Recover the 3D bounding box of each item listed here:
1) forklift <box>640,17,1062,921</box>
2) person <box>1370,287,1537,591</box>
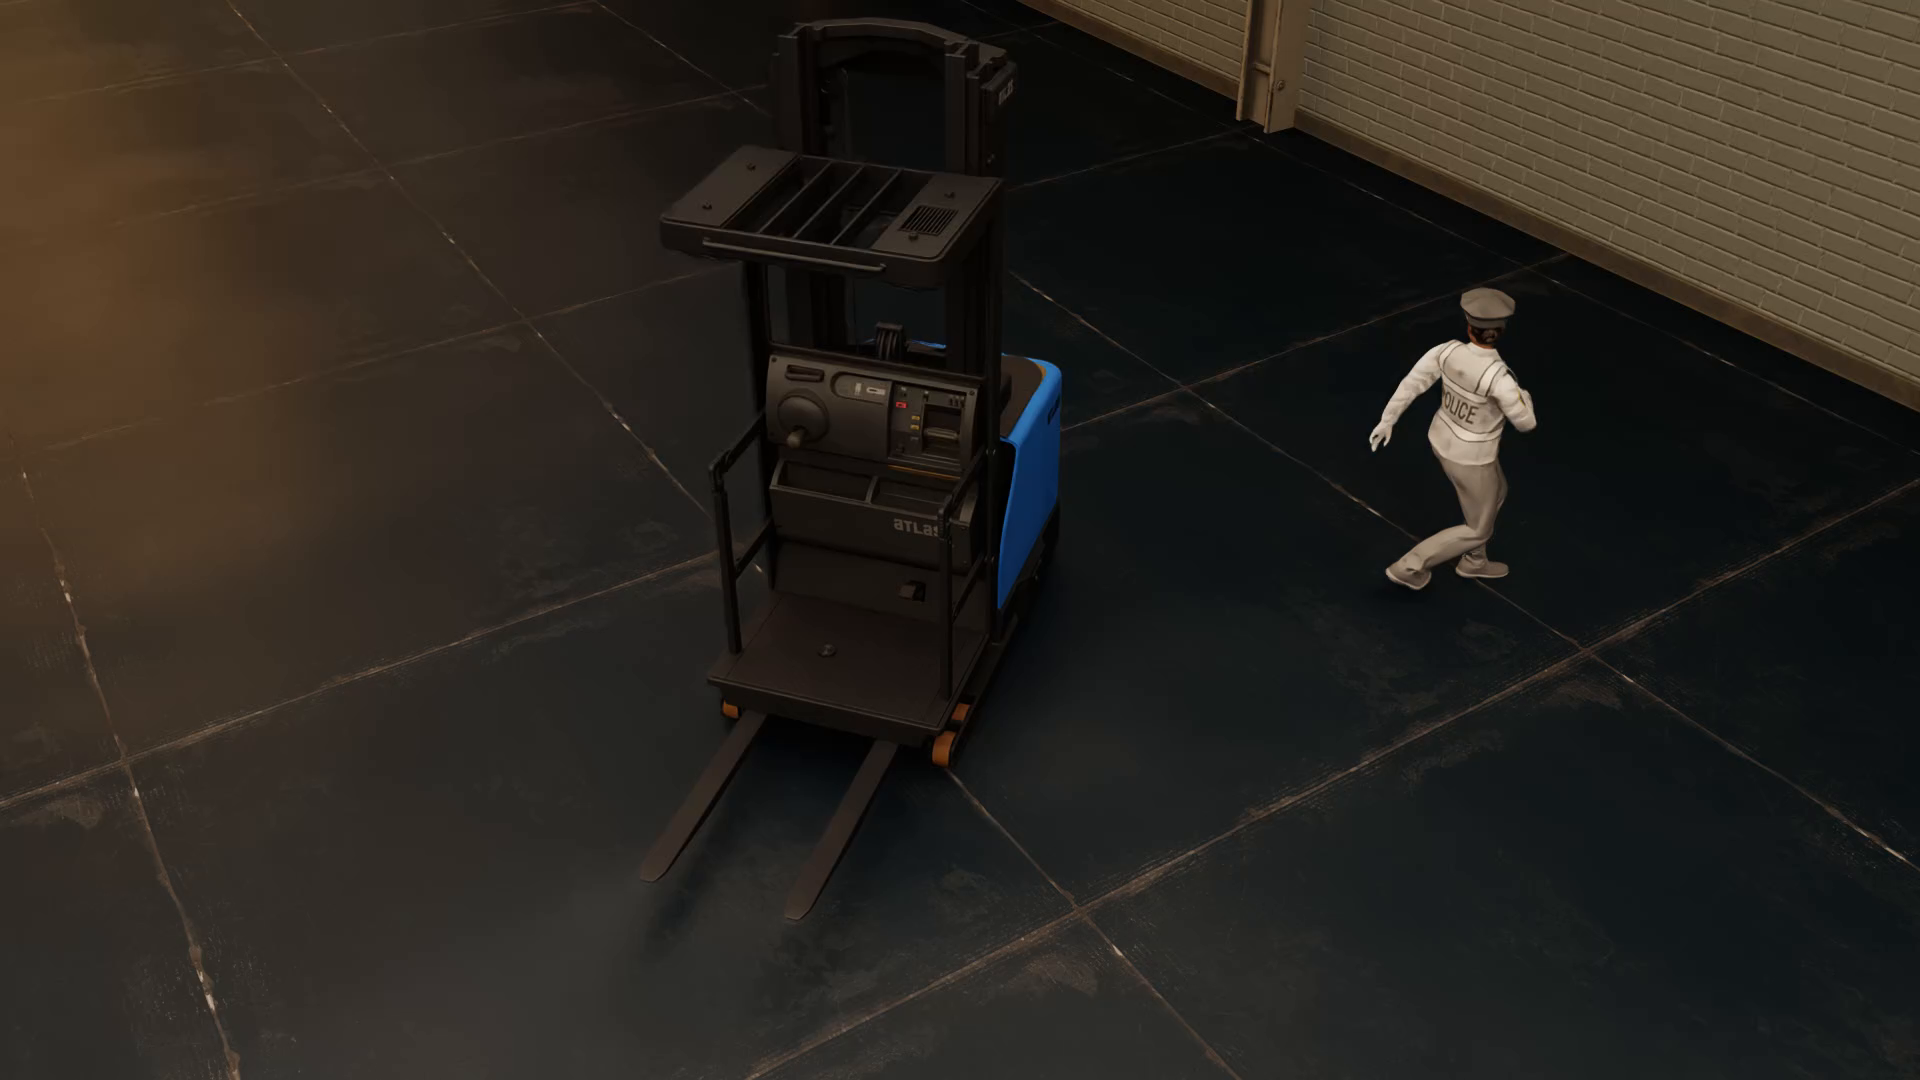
[{"bbox_3d":[-0.443,-0.468,6.814,1.130,2.935,3.031,11,37,15],"label":"forklift"},{"bbox_3d":[2.415,-0.450,7.981,0.770,1.591,0.541,-6,36,-9],"label":"person"}]
